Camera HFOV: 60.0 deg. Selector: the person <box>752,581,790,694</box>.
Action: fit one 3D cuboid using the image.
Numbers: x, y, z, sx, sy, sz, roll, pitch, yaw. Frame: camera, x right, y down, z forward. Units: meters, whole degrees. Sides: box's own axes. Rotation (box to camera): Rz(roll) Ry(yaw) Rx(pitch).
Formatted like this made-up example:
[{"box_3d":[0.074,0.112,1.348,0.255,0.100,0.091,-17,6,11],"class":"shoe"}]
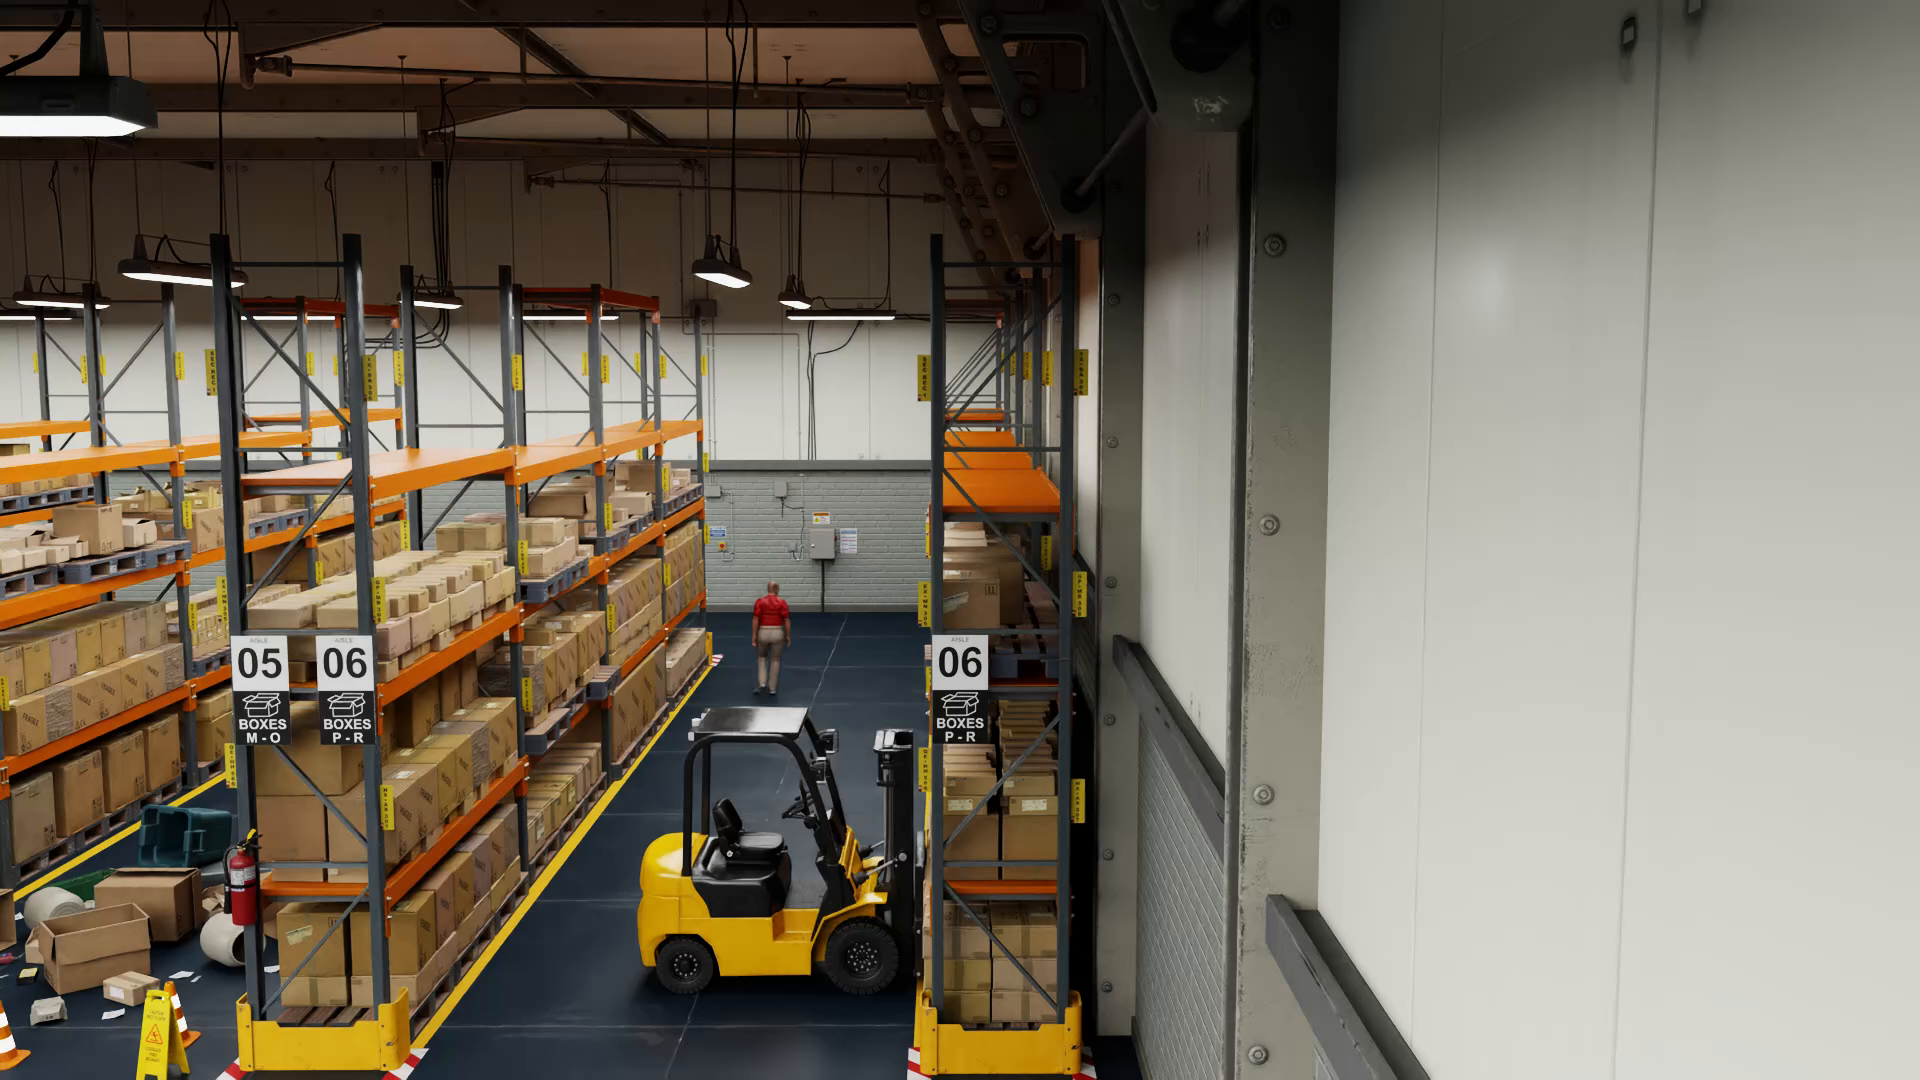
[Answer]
[{"box_3d":[-2.887,1.516,25.477,0.595,1.785,0.416,0,6,2],"class":"person"}]
